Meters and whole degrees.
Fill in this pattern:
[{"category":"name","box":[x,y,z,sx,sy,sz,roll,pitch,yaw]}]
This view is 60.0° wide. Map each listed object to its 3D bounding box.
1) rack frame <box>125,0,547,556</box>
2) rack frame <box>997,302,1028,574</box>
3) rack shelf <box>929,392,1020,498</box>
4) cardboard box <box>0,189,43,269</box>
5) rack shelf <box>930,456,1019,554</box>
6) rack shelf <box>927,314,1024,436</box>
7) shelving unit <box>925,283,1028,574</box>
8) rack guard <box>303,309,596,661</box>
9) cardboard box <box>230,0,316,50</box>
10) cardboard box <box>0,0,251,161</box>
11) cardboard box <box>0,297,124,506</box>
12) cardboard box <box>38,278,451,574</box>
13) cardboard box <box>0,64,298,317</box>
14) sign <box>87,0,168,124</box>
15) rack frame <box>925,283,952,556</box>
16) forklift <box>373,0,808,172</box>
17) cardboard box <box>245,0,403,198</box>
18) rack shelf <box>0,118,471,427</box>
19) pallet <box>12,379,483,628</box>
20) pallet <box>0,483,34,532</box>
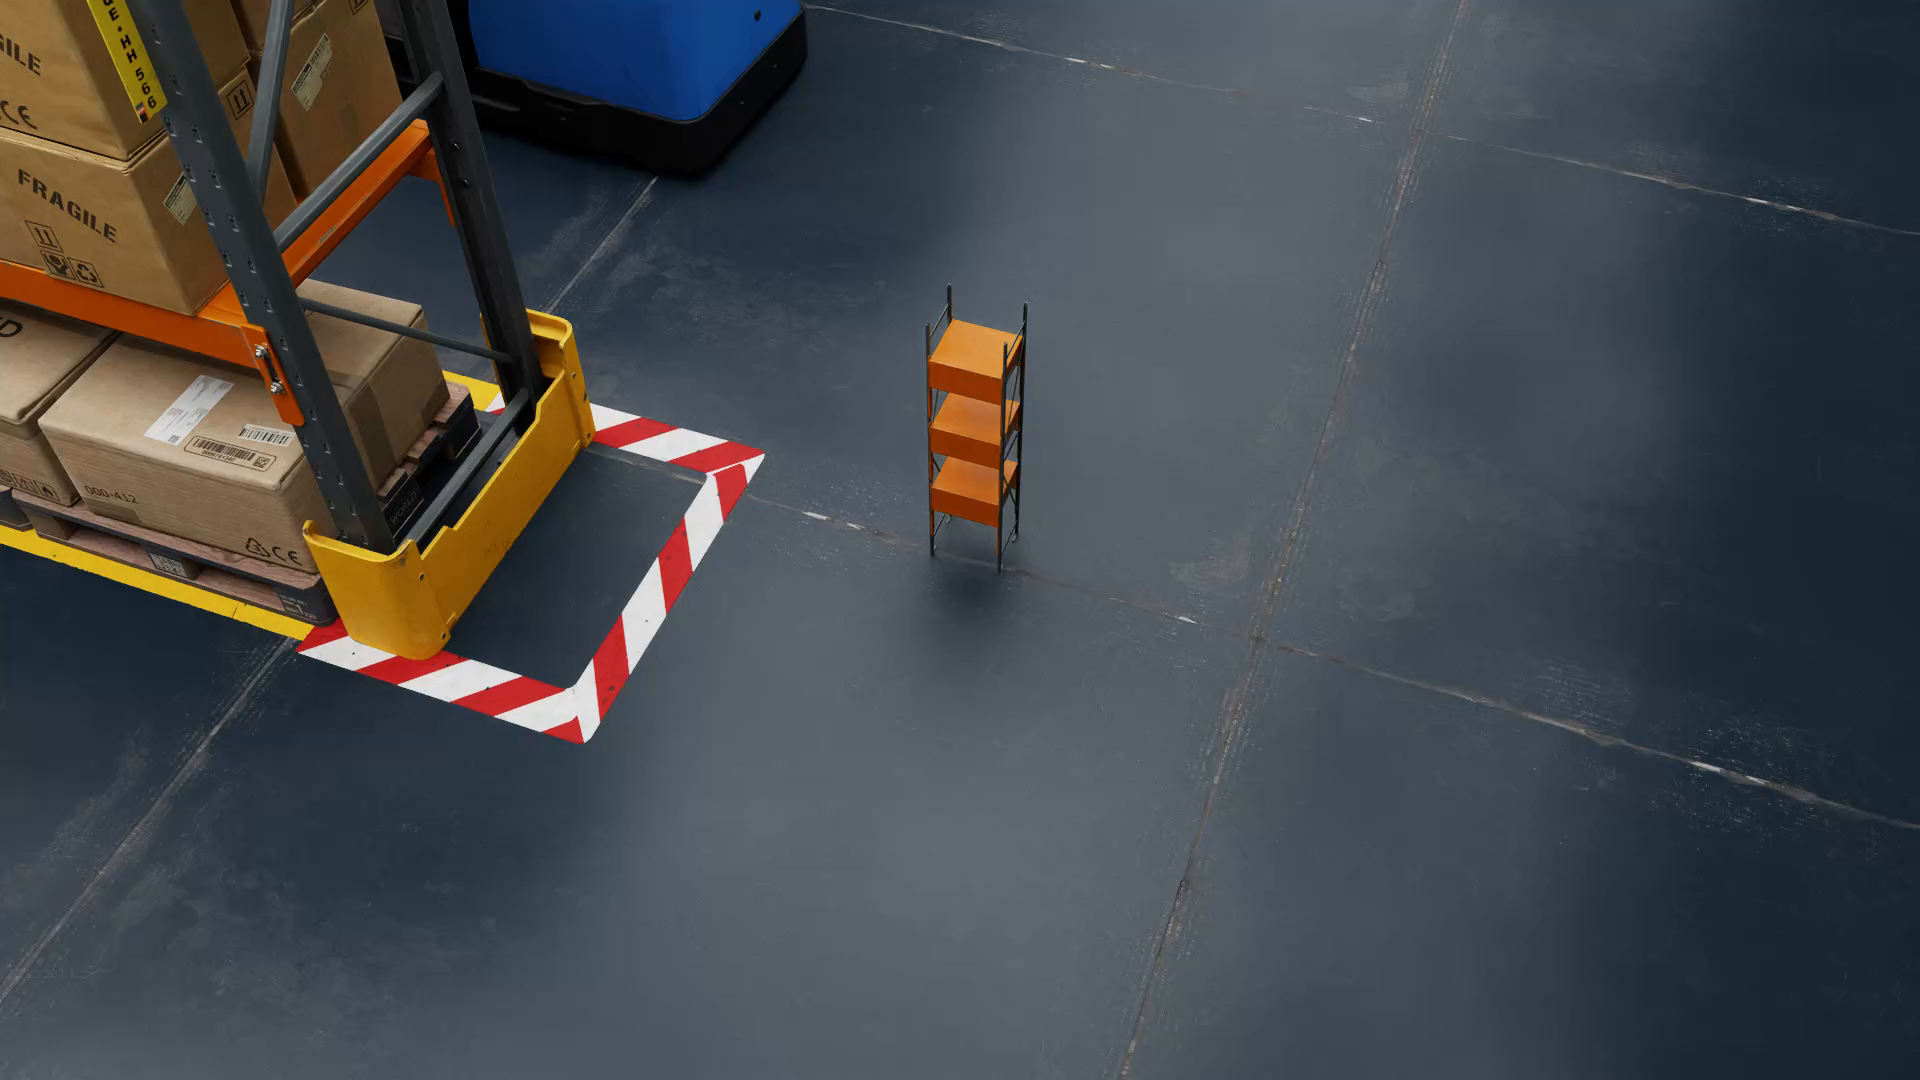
[{"category":"rack frame","box":[-1.701,-1.041,4.667,0.127,3.000,1.000,16,51,13]},{"category":"rack frame","box":[0.165,-0.298,5.313,0.008,1.050,0.200,16,51,13]},{"category":"rack shelf","box":[0.050,-0.323,5.349,0.240,0.259,0.215,16,51,13]},{"category":"cardboard box","box":[-2.711,-1.155,4.700,0.500,0.500,0.500,15,51,12]},{"category":"rack shelf","box":[0.050,-0.141,5.559,0.240,0.259,0.215,16,51,13]},{"category":"rack shelf","box":[0.050,-0.509,5.135,0.240,0.259,0.215,16,51,13]},{"category":"shelving unit","box":[0.050,-0.330,5.341,0.252,1.050,0.215,16,51,13]},{"category":"rack guard","box":[-1.679,-0.216,5.606,0.348,0.500,1.175,16,51,13]},{"category":"cardboard box","box":[-2.053,-1.729,4.536,0.500,0.500,0.500,15,51,12]},{"category":"cardboard box","box":[-2.236,-1.359,4.215,0.500,0.500,0.500,17,51,14]},{"category":"cardboard box","box":[-3.216,-0.675,5.768,0.875,0.438,0.875,17,51,14]},{"category":"cardboard box","box":[-2.355,-0.441,5.565,0.875,0.438,0.875,14,51,12]},{"category":"cardboard box","box":[-2.245,-1.012,4.576,0.500,0.500,0.500,16,51,13]},{"category":"sign","box":[-1.902,-1.117,3.810,0.005,0.325,0.100,16,51,13]},{"category":"rack frame","box":[-0.064,-0.362,5.369,0.008,1.050,0.200,16,51,13]},{"category":"forklift","box":[-2.254,-3.268,6.643,3.031,2.935,1.130,19,52,15]},{"category":"cardboard box","box":[-2.052,-1.403,4.915,0.500,0.500,0.500,15,51,13]},{"category":"rack shelf","box":[-3.577,-1.329,5.393,4.000,0.370,1.077,16,51,13]},{"category":"pallet","box":[-2.478,-0.282,5.854,1.213,0.211,1.003,16,51,13]},{"category":"pallet","box":[-3.619,-0.602,6.132,1.213,0.211,1.003,16,51,13]}]
